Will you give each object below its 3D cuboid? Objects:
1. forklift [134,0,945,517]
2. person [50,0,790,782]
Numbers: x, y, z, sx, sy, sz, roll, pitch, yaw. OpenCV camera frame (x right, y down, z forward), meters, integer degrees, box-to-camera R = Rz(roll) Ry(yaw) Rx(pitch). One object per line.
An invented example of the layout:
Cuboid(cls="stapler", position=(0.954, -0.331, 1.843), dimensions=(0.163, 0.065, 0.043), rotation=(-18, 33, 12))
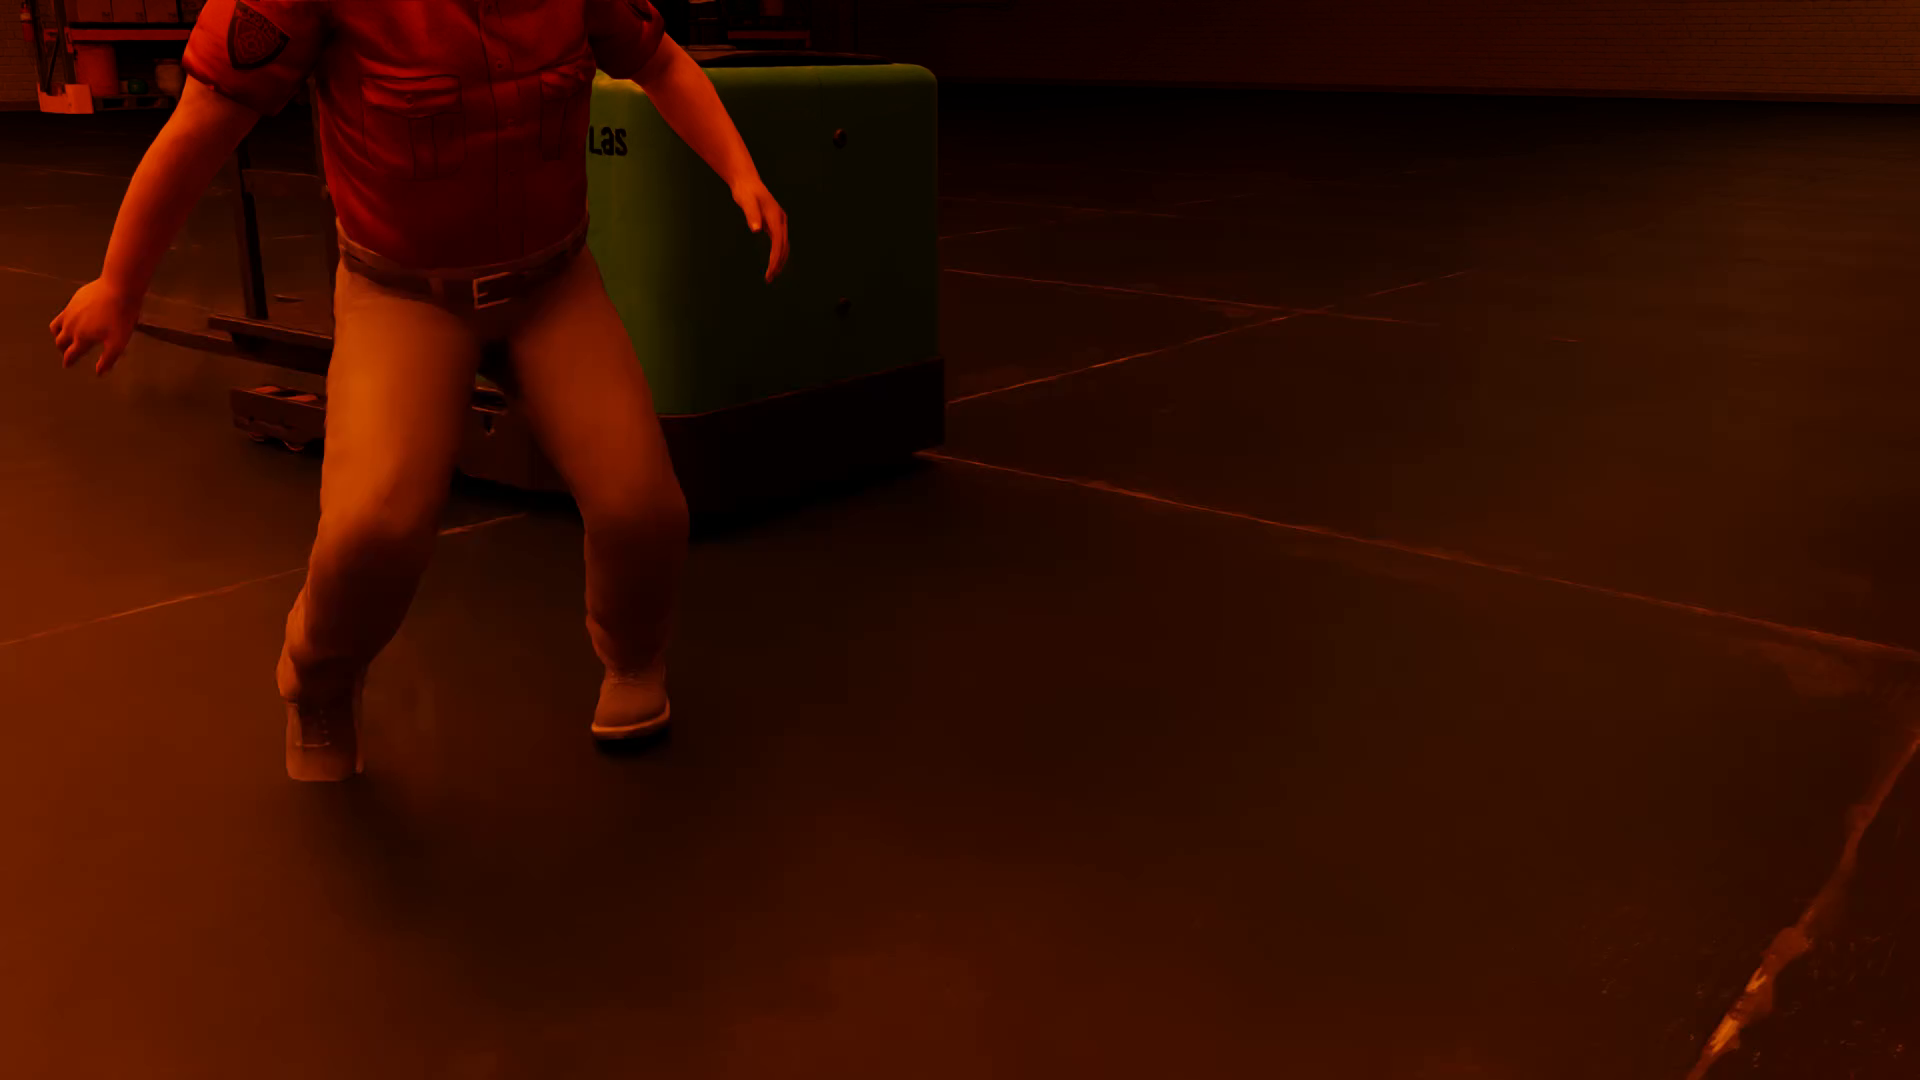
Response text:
Cuboid(cls="forklift", position=(-1.518, -1.763, 4.704), dimensions=(3.031, 2.935, 1.130), rotation=(13, 21, 36))
Cuboid(cls="person", position=(-0.784, -0.329, 2.505), dimensions=(1.003, 1.628, 0.503), rotation=(-11, 20, -33))
